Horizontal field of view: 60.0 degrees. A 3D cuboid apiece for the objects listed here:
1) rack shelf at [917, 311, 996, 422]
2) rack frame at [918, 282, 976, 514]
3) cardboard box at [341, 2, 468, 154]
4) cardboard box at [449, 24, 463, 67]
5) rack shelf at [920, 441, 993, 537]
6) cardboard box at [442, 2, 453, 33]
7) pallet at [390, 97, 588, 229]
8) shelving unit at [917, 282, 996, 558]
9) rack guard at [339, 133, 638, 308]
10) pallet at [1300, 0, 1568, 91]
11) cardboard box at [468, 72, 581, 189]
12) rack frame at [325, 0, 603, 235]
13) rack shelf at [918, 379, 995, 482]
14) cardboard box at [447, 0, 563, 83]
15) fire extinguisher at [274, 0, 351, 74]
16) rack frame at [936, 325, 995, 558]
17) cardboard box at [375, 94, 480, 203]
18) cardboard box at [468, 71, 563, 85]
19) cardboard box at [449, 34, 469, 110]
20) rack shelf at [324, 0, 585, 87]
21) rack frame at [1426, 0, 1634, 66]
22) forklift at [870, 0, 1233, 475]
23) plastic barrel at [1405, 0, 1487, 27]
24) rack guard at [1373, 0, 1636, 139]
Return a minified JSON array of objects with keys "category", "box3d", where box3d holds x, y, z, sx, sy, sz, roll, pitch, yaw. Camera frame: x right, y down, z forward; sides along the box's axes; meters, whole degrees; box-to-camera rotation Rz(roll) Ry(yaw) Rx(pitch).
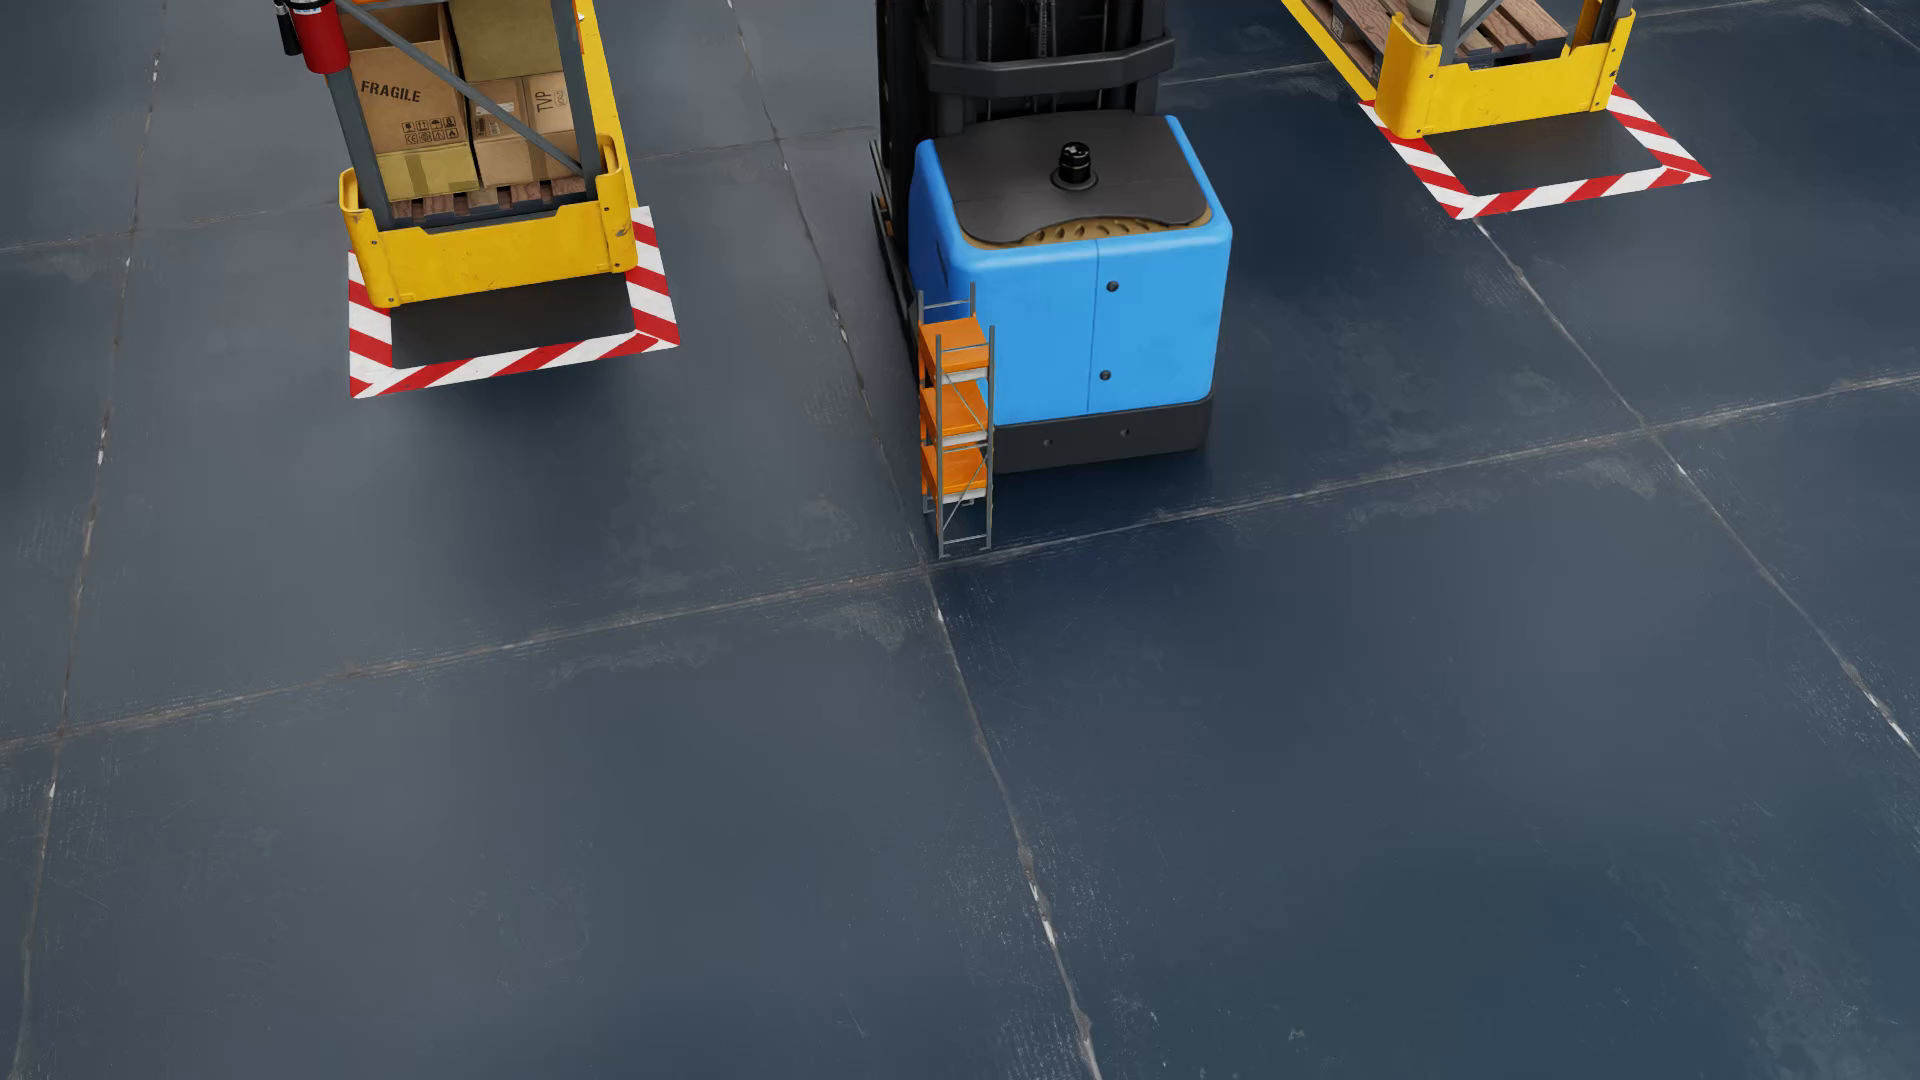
[{"category":"rack shelf","box3d":[-0.014,-0.596,5.716,0.215,0.259,0.240,-11,47,-10]},{"category":"rack frame","box3d":[-0.045,-0.489,5.994,0.200,1.050,0.008,-11,47,-10]},{"category":"cardboard box","box3d":[-2.472,-2.053,7.268,0.500,0.500,0.500,-11,47,-10]},{"category":"cardboard box","box3d":[-2.739,-2.479,8.210,0.500,0.250,0.500,-11,47,-10]},{"category":"rack shelf","box3d":[-0.014,-0.202,6.117,0.215,0.259,0.240,-11,47,-10]},{"category":"cardboard box","box3d":[-2.742,-2.741,7.942,0.500,0.500,0.500,-11,47,-10]},{"category":"pallet","box3d":[-2.283,-1.835,7.900,1.003,0.211,1.213,-11,47,-10]},{"category":"shelving unit","box3d":[-0.014,-0.404,5.911,0.215,1.050,0.252,-11,47,-10]},{"category":"rack guard","box3d":[-2.041,-1.399,7.271,1.175,0.500,0.348,-11,47,-10]},{"category":"pallet","box3d":[2.475,-2.823,8.869,1.003,0.211,1.213,-11,47,-10]},{"category":"cardboard box","box3d":[-1.969,-1.886,7.629,0.500,0.250,0.500,-11,47,-10]},{"category":"rack frame","box3d":[-2.047,-2.290,6.394,1.000,3.000,0.127,-11,47,-10]},{"category":"rack shelf","box3d":[-0.014,-0.397,5.919,0.215,0.259,0.240,-11,47,-10]},{"category":"cardboard box","box3d":[-2.099,-2.493,7.699,0.500,0.500,0.500,-11,47,-10]},{"category":"fire extinguisher","box3d":[-2.466,-2.097,6.259,0.296,0.674,0.183,-11,47,-10]},{"category":"rack frame","box3d":[0.018,-0.320,5.829,0.200,1.050,0.008,-11,47,-10]},{"category":"cardboard box","box3d":[-2.470,-1.791,7.536,0.500,0.250,0.500,-11,47,-10]},{"category":"cardboard box","box3d":[-2.101,-2.230,7.967,0.500,0.250,0.500,-11,47,-10]},{"category":"cardboard box","box3d":[-2.609,-2.134,7.872,0.500,0.250,0.500,-11,47,-10]},{"category":"rack shelf","box3d":[-2.559,-3.419,8.004,1.077,0.370,4.000,-11,47,-10]},{"category":"rack frame","box3d":[2.742,-3.193,7.279,1.000,3.000,0.127,-11,47,-10]},{"category":"forklift","box3d":[0.208,-2.335,6.487,1.130,2.935,3.031,-7,46,-7]},{"category":"plastic barrel","box3d":[2.500,-2.910,8.450,0.421,0.512,0.421,0,46,0]},{"category":"rack guard","box3d":[2.678,-2.362,8.215,1.175,0.500,0.348,-11,47,-10]}]
